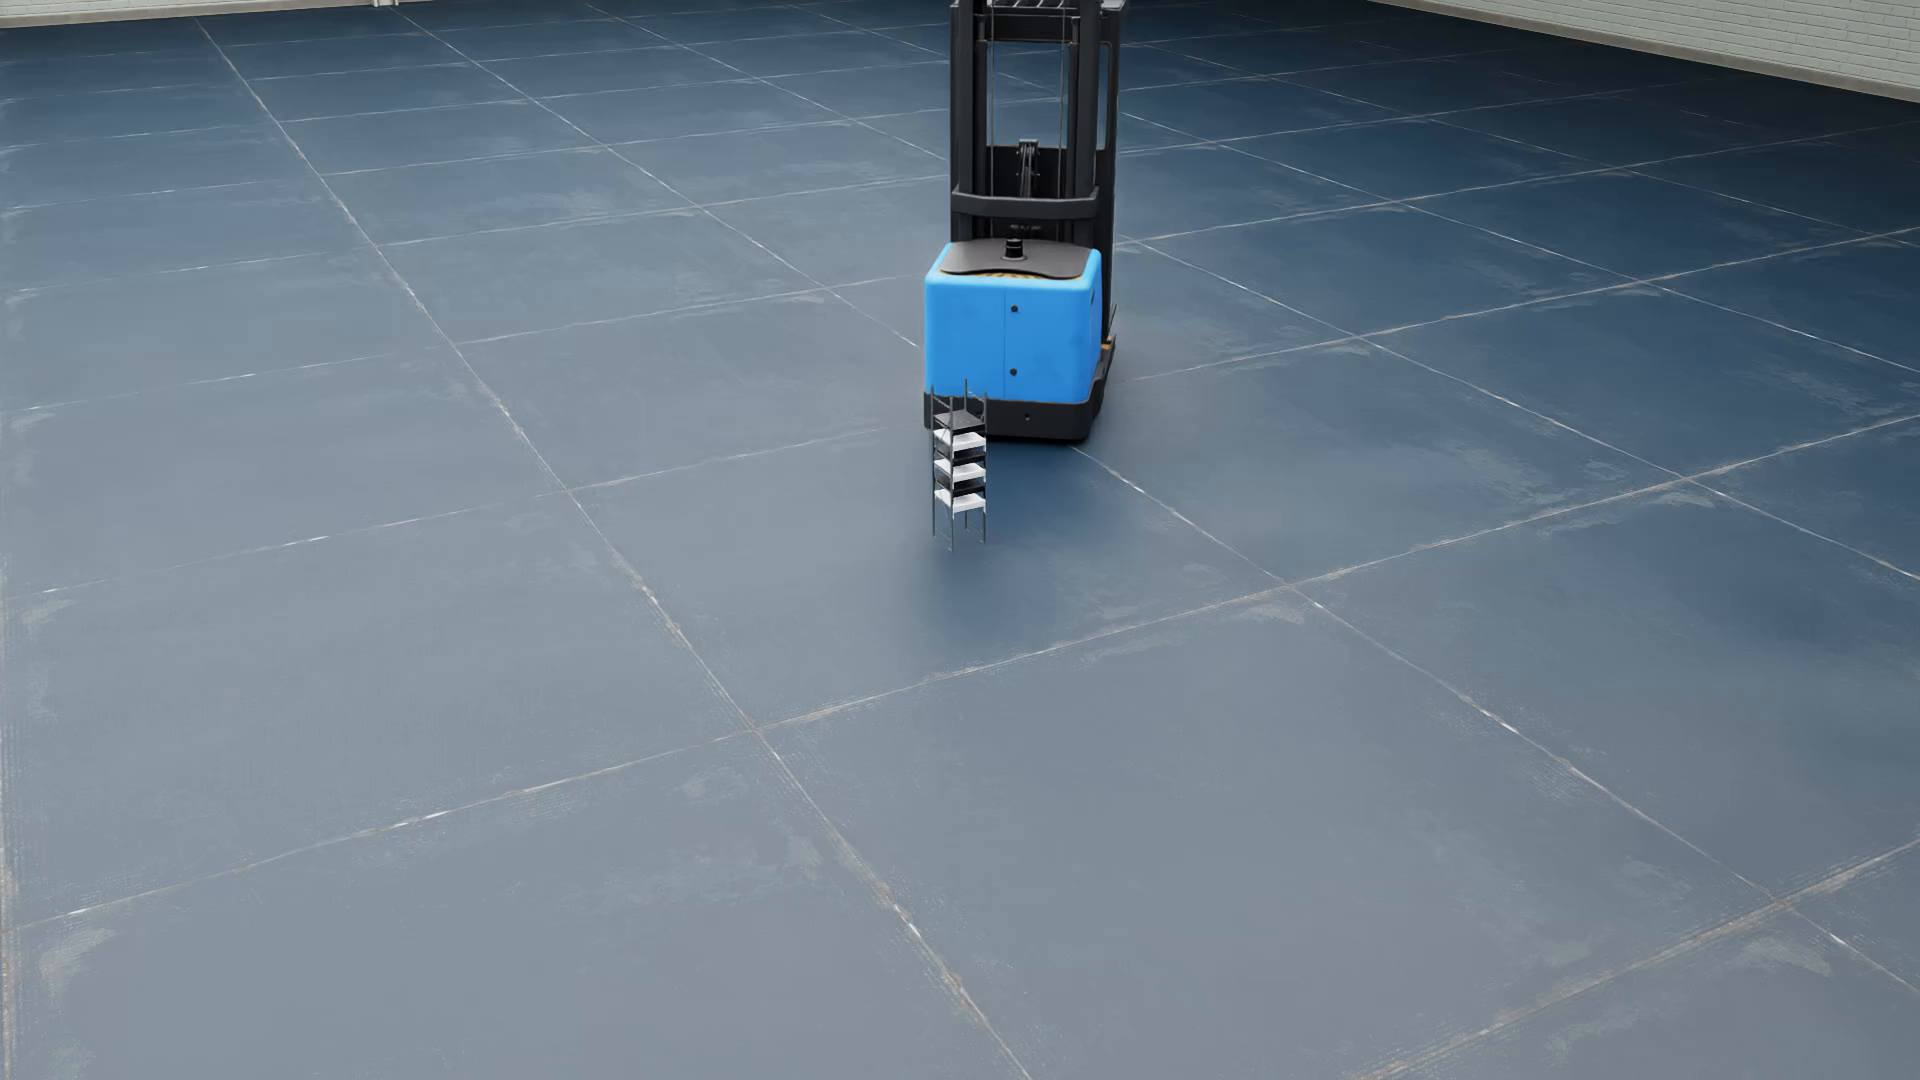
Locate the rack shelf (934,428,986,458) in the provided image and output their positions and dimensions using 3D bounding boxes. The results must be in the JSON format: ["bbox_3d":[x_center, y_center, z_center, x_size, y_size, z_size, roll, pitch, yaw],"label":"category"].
[{"bbox_3d":[-0.007,-0.536,8.988,0.200,0.077,0.258,-13,29,-25],"label":"rack shelf"}]

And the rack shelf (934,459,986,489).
[{"bbox_3d":[-0.007,-0.374,9.066,0.200,0.077,0.258,-13,29,-25],"label":"rack shelf"}]

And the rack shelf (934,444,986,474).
[{"bbox_3d":[-0.007,-0.455,9.027,0.200,0.077,0.258,-13,29,-25],"label":"rack shelf"}]

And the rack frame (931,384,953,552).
[{"bbox_3d":[-0.097,-0.383,9.009,0.006,0.900,0.240,-13,29,-25],"label":"rack frame"}]

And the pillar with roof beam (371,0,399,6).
[{"bbox_3d":[-7.691,-11.459,22.720,0.400,9.000,9.100,-13,29,-25],"label":"pillar with roof beam"}]

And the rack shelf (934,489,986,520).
[{"bbox_3d":[-0.007,-0.212,9.144,0.200,0.077,0.258,-13,29,-25],"label":"rack shelf"}]

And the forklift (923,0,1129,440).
[{"bbox_3d":[0.518,-2.559,11.193,1.130,2.935,3.031,4,26,8],"label":"forklift"}]

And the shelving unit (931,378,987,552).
[{"bbox_3d":[-0.007,-0.404,9.052,0.210,0.900,0.258,-13,29,-25],"label":"shelving unit"}]

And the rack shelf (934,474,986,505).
[{"bbox_3d":[-0.007,-0.293,9.105,0.200,0.077,0.258,-13,29,-25],"label":"rack shelf"}]

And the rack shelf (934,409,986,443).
[{"bbox_3d":[-0.007,-0.617,8.949,0.200,0.077,0.258,-13,29,-25],"label":"rack shelf"}]

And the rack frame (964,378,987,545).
[{"bbox_3d":[0.083,-0.425,9.095,0.006,0.900,0.240,-13,29,-25],"label":"rack frame"}]
